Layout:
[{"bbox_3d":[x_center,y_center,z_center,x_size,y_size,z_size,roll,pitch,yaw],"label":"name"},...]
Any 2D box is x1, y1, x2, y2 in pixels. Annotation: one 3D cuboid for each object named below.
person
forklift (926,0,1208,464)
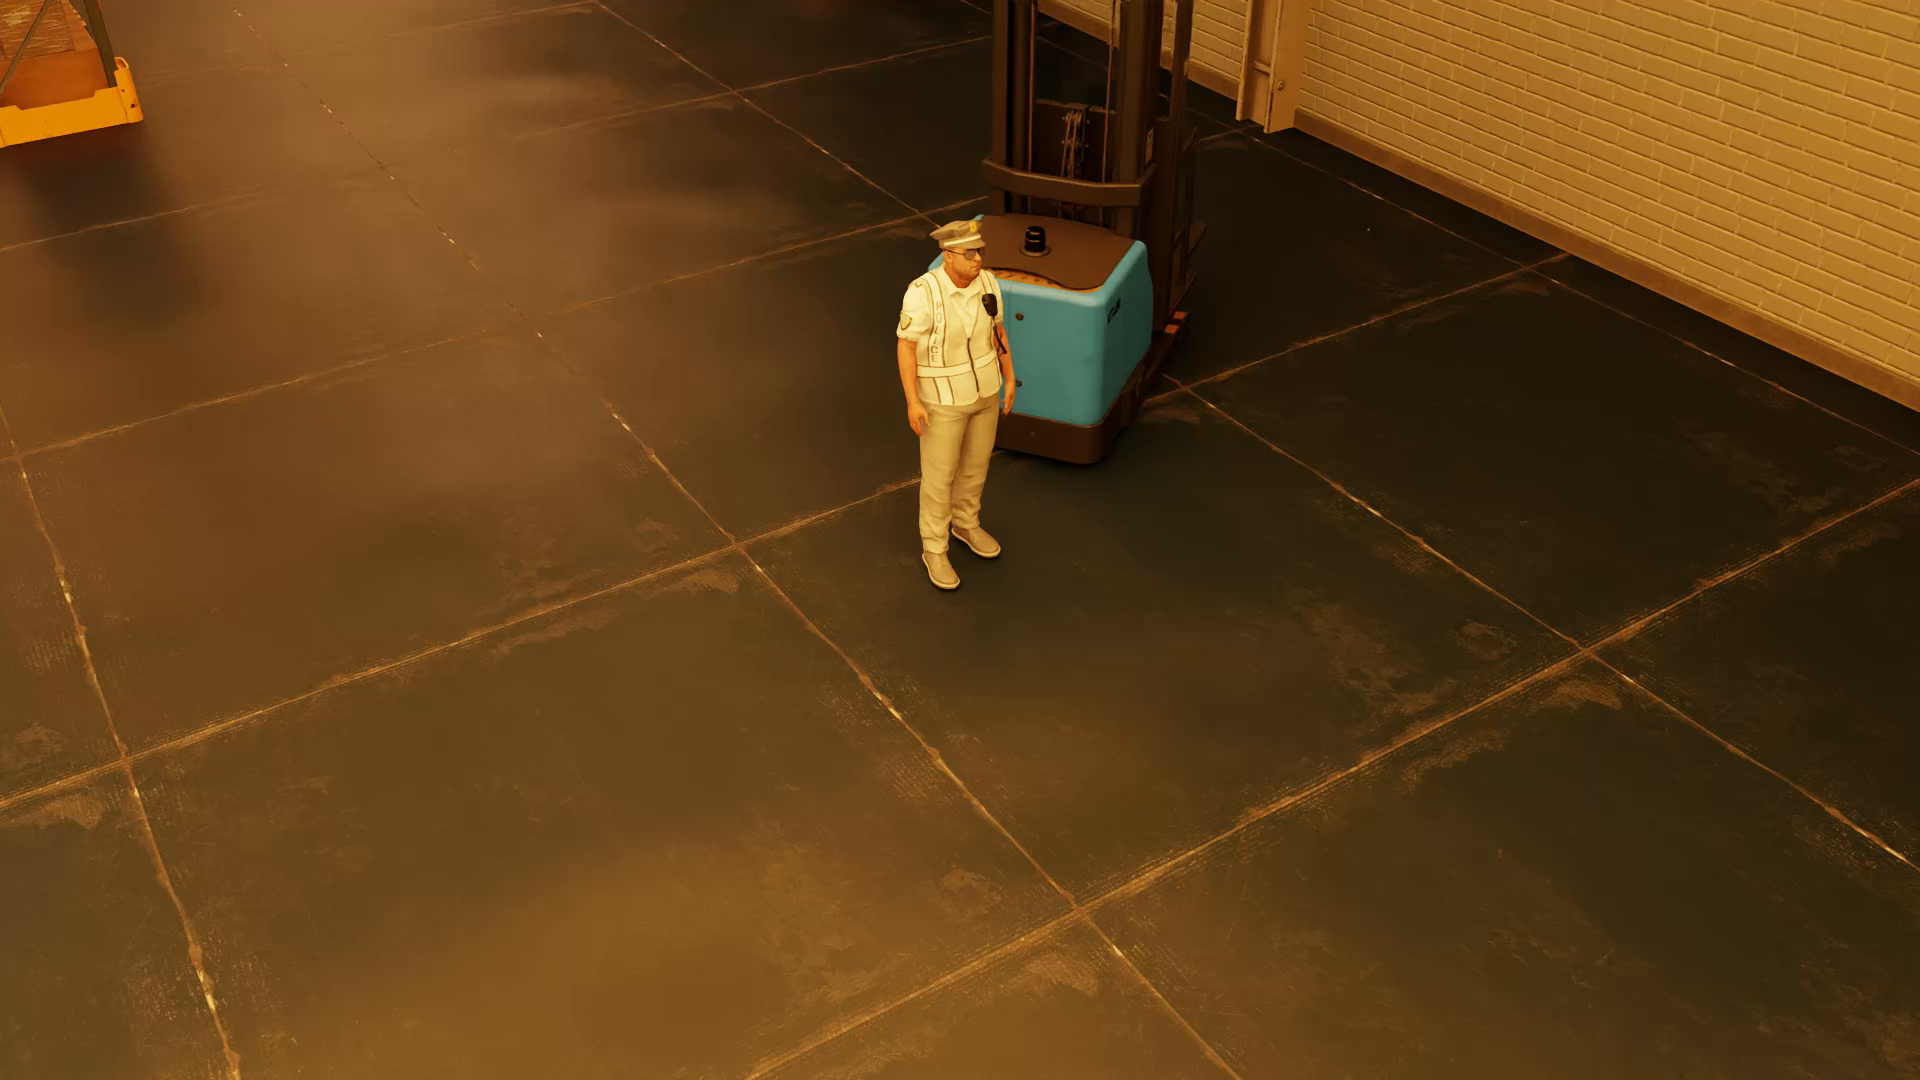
[{"bbox_3d":[0.032,-0.694,8.122,0.640,1.781,0.575,-21,40,-27],"label":"person"},{"bbox_3d":[0.821,-2.458,9.646,1.130,2.935,3.031,13,37,18],"label":"forklift"}]
